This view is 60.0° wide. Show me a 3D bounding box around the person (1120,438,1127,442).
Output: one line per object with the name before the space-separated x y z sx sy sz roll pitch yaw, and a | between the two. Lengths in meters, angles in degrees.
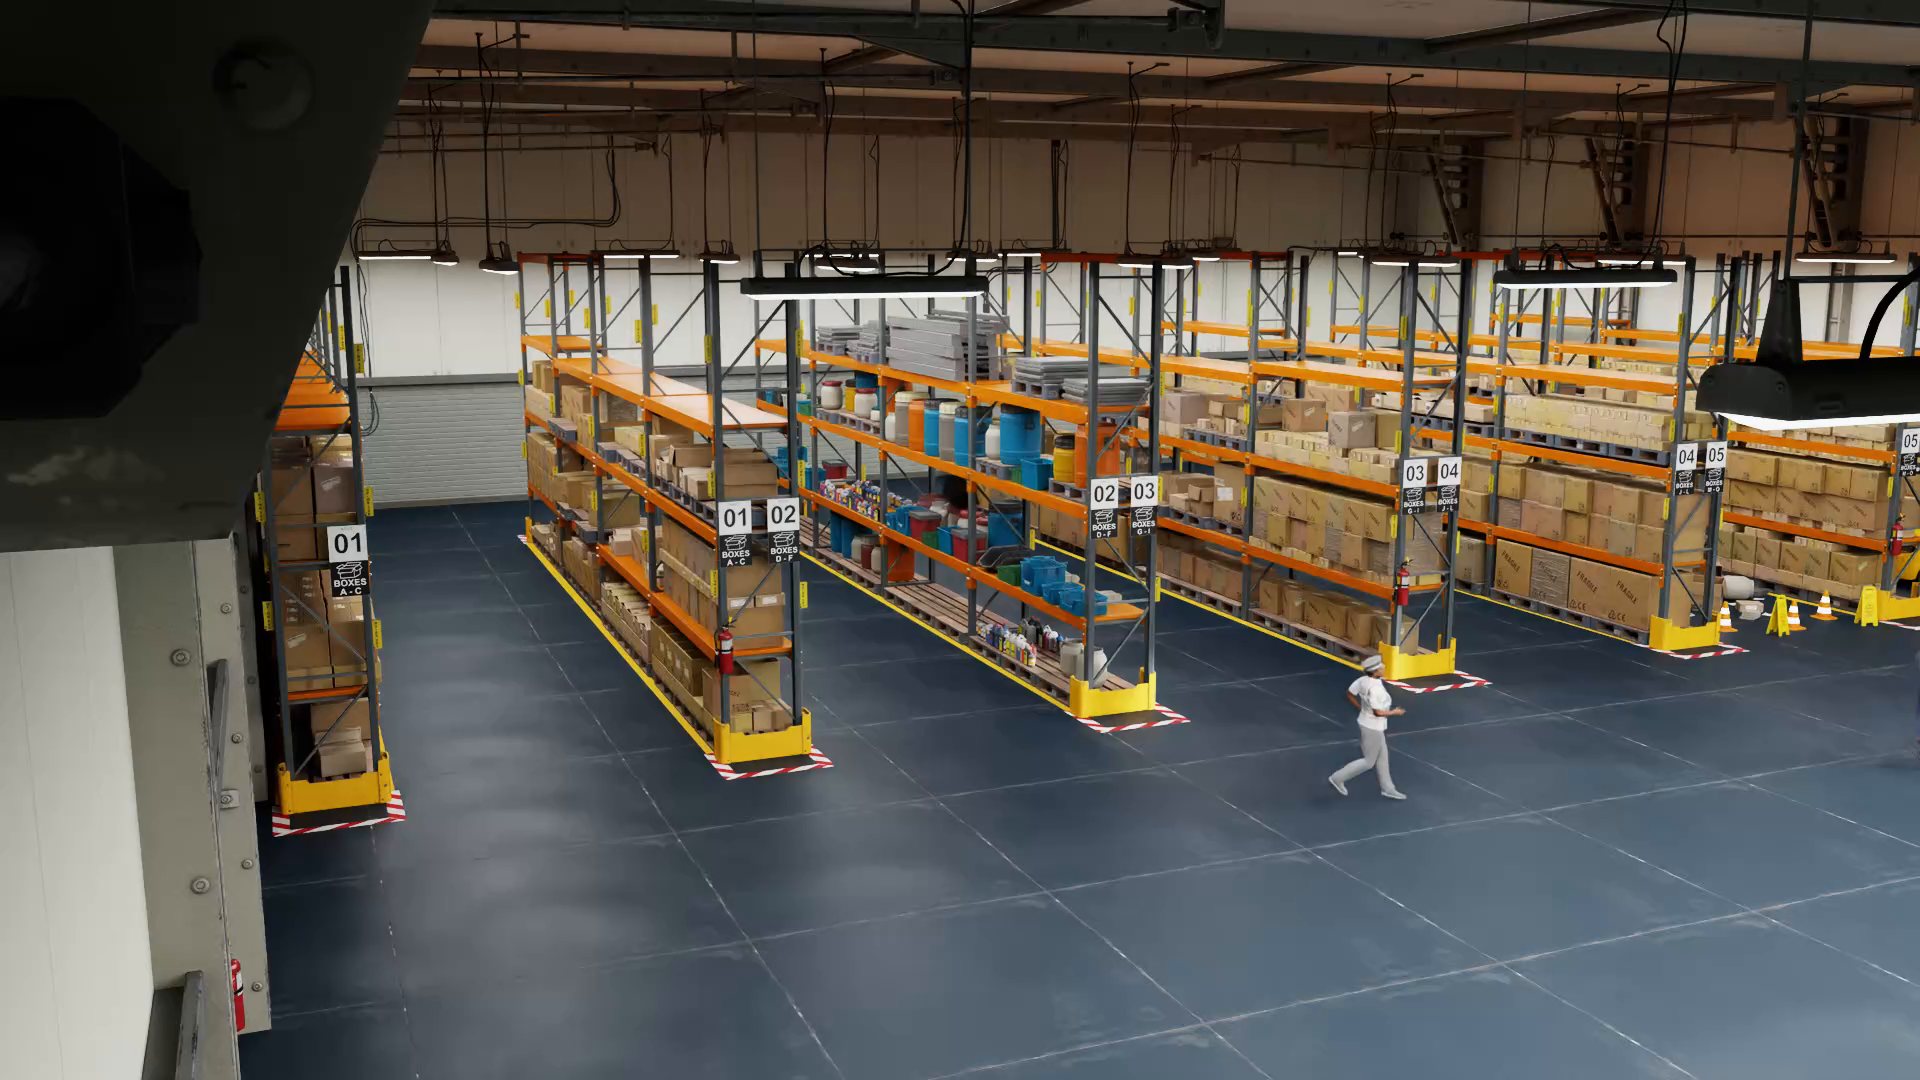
person | 3.711 -1.617 39.318 0.696 1.612 0.585 1 10 3

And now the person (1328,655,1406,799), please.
person | 4.613 2.124 18.704 0.920 1.687 0.581 0 10 -1
